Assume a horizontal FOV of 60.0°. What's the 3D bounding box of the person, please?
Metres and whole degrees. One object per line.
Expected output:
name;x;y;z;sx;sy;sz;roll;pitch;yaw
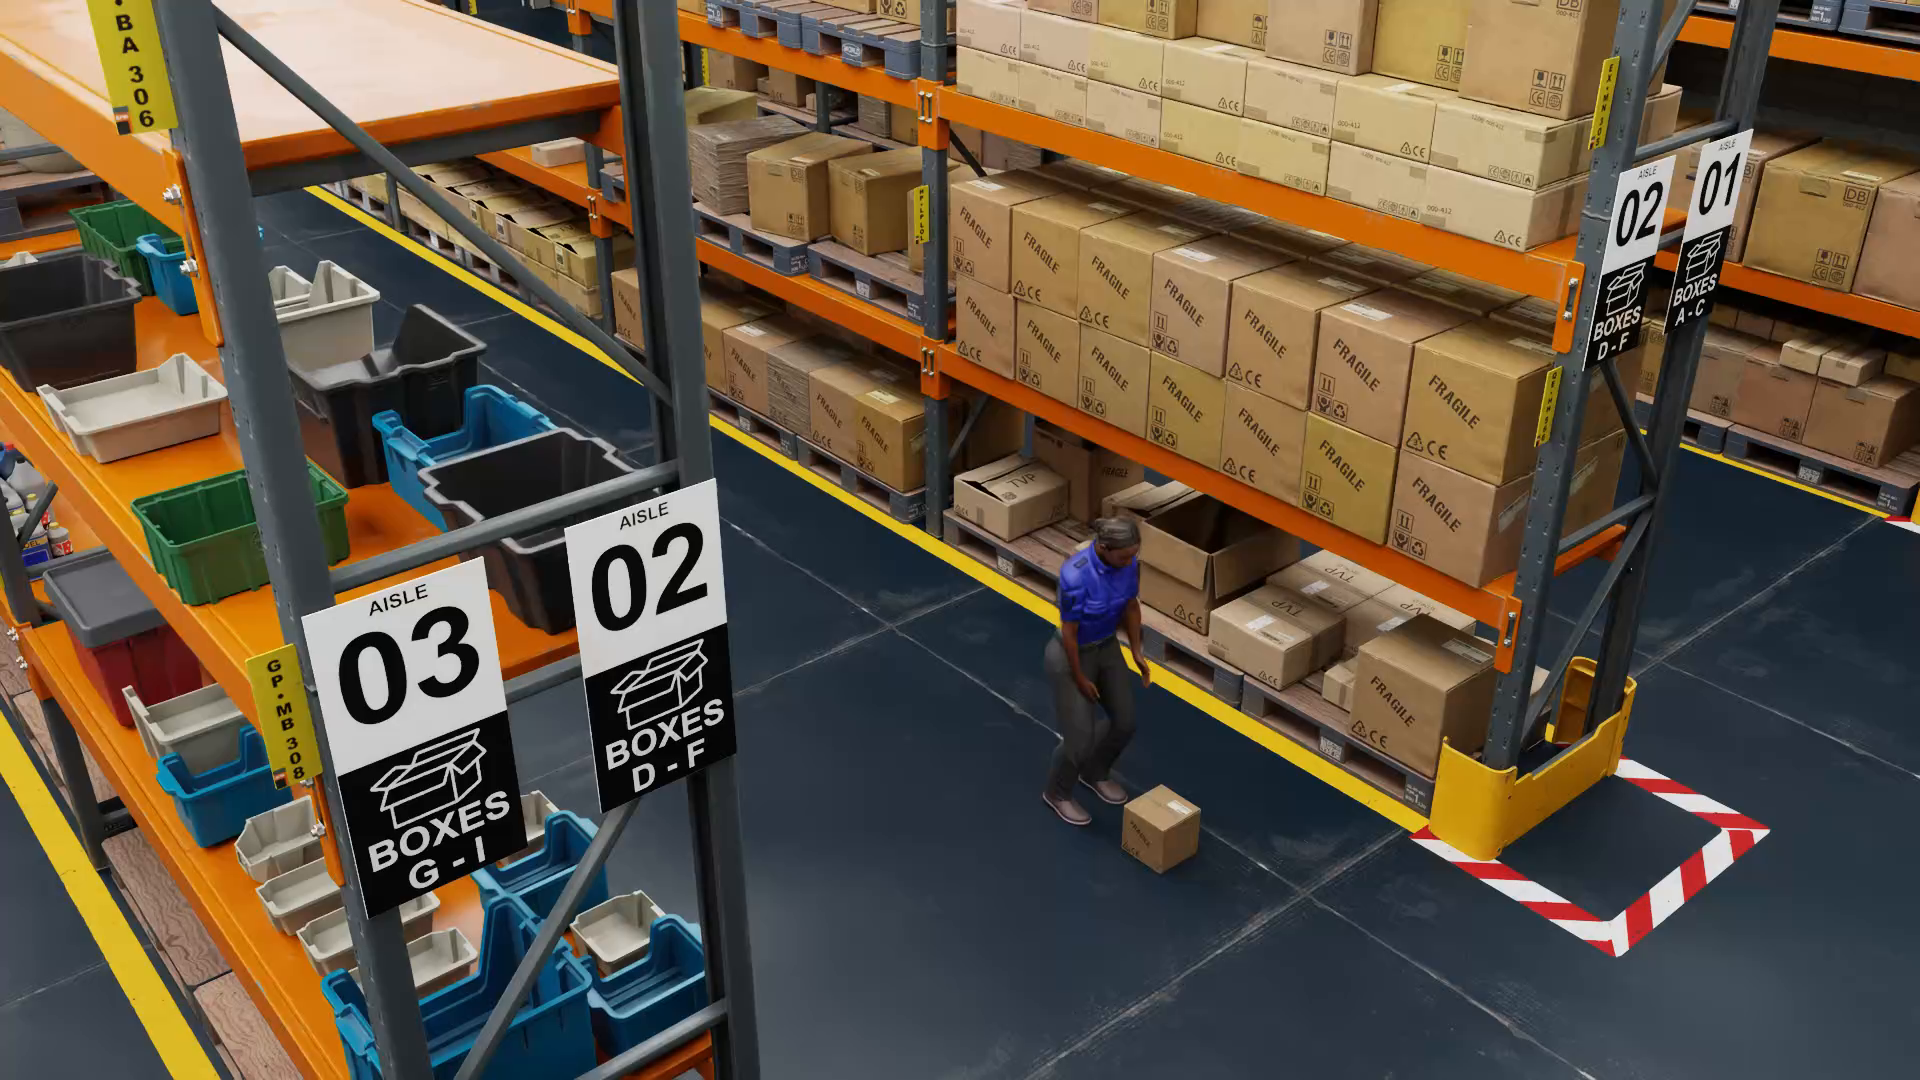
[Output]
person;0.632;0.563;7.673;0.465;1.588;0.411;-21;35;-34
